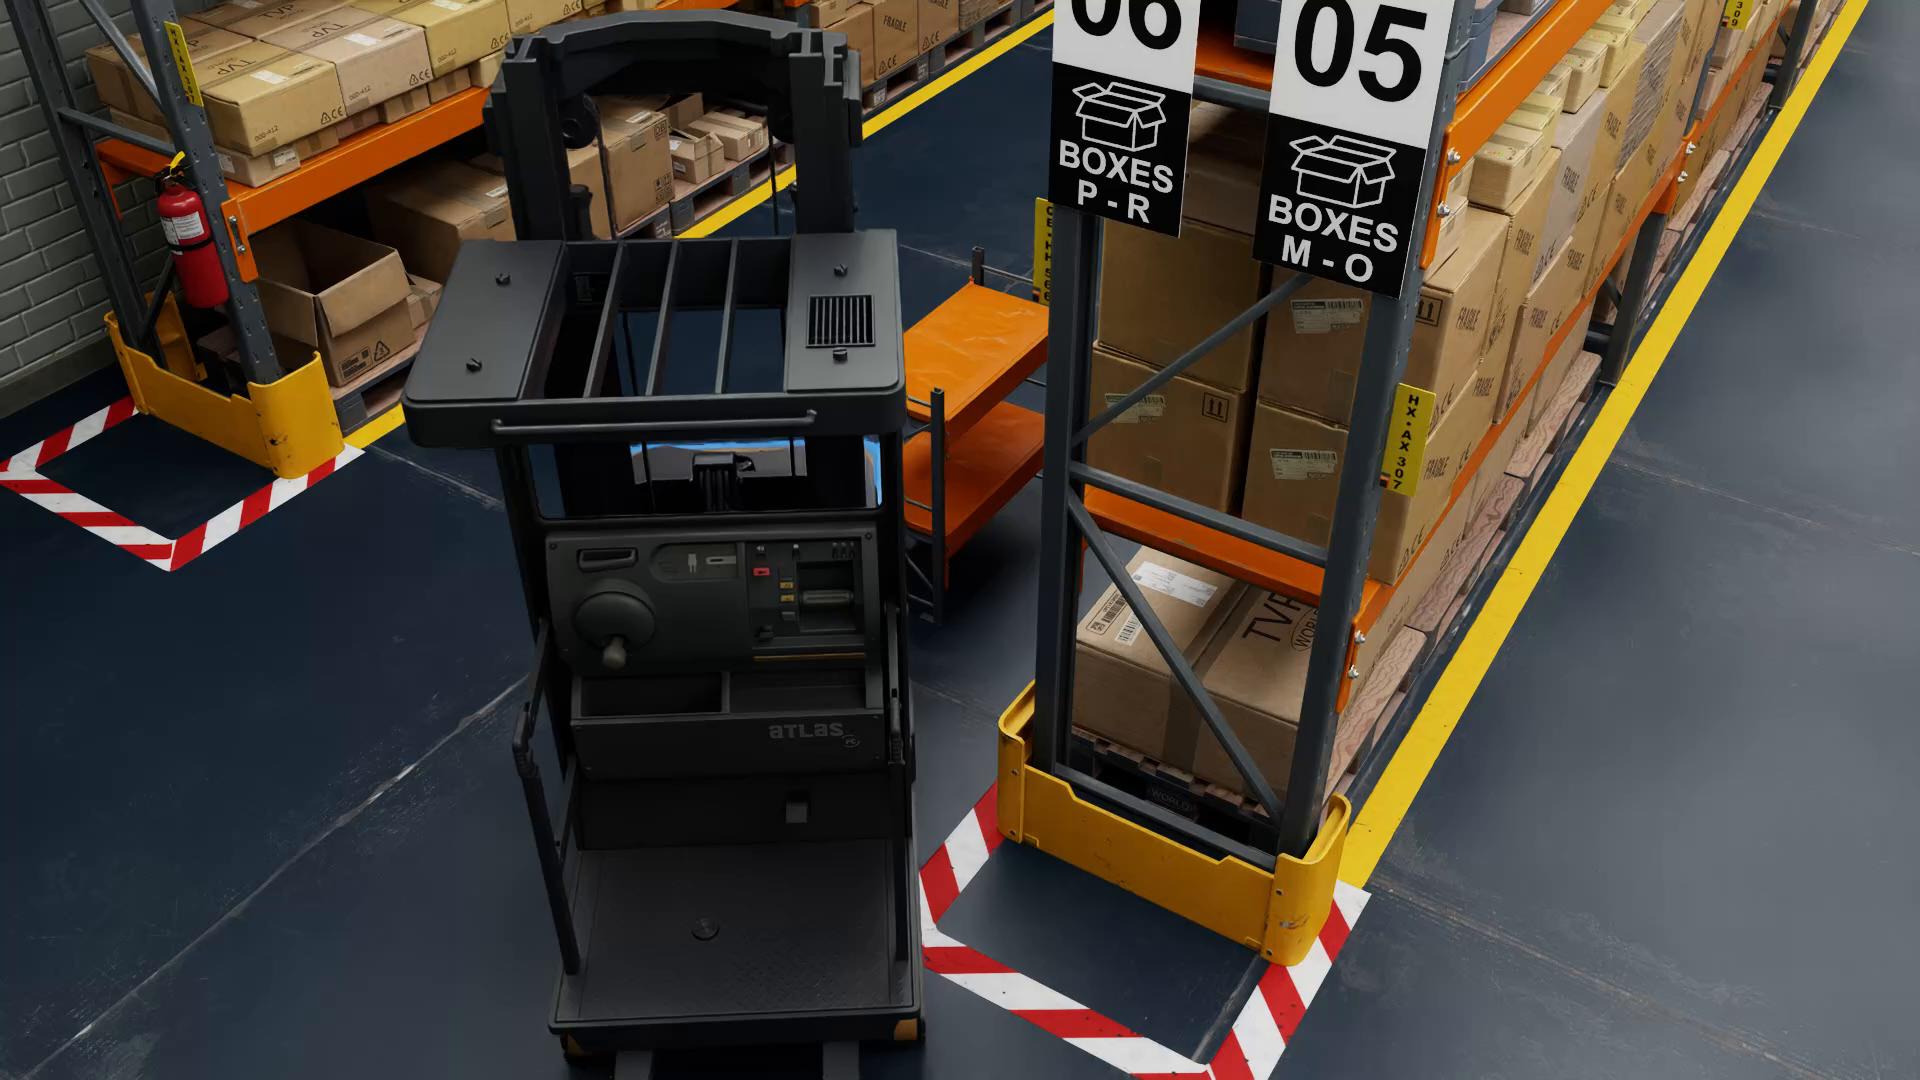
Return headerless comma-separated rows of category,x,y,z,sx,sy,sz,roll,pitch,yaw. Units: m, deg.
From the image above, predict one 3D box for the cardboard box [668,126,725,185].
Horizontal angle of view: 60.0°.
cardboard box,-1.588,-2.269,9.631,0.396,0.266,0.258,23,43,27

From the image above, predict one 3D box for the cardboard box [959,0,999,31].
cardboard box,-0.066,-3.904,11.560,0.500,0.500,0.500,20,42,24

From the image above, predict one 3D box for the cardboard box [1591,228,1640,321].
cardboard box,3.112,-1.801,8.526,0.875,0.875,0.875,23,43,26

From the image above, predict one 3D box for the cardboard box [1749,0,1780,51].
cardboard box,3.870,-2.738,8.468,0.500,0.250,0.500,21,42,25

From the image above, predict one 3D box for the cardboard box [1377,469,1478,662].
cardboard box,1.457,-0.068,6.636,0.875,0.438,0.875,22,43,26

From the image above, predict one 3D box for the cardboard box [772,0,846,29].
cardboard box,-0.929,-3.284,10.225,0.380,0.149,0.250,23,43,27

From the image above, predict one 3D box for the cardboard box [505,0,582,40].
cardboard box,-2.224,-2.688,8.159,0.500,0.250,0.500,20,42,24

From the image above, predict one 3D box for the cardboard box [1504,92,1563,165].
cardboard box,1.570,-1.250,4.983,0.380,0.149,0.250,20,42,24

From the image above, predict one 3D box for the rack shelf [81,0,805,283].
rack shelf,-2.417,-2.437,8.543,1.077,0.370,4.000,21,42,25

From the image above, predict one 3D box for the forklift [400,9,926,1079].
forklift,-0.683,0.231,4.550,1.130,2.935,3.031,-2,38,-2

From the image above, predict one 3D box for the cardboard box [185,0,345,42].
cardboard box,-3.189,-2.338,7.705,0.500,0.250,0.500,21,42,25

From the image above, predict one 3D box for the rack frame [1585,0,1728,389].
rack frame,2.847,-2.131,7.557,1.000,3.000,0.127,21,42,25

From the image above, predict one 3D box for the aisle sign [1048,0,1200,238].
aisle sign,0.404,-1.163,4.172,0.394,0.787,0.004,21,42,25

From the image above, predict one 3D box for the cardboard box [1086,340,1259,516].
cardboard box,0.739,-0.444,5.287,0.500,0.500,0.500,21,42,25

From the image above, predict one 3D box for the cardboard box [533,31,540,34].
cardboard box,-2.225,-2.461,8.191,0.380,0.149,0.250,22,43,26

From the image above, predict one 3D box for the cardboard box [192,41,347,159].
cardboard box,-3.018,-1.895,7.130,0.500,0.250,0.500,21,42,25

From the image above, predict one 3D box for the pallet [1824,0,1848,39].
pallet,6.065,-4.117,12.418,1.003,0.211,1.213,21,42,25

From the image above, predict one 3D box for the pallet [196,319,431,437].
pallet,-3.022,-1.036,8.422,1.003,0.211,1.213,21,42,25

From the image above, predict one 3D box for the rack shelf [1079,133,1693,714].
rack shelf,1.776,-0.815,6.439,1.077,0.370,4.000,21,42,25

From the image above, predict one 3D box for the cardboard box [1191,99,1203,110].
cardboard box,0.910,-1.311,5.062,0.380,0.149,0.250,21,42,25

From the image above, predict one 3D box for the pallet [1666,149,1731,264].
pallet,3.850,-2.080,9.776,1.003,0.211,1.213,21,42,25

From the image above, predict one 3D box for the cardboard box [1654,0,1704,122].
cardboard box,2.549,-1.974,6.453,0.500,0.500,0.500,21,42,24

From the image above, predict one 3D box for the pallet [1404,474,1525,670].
pallet,1.721,-0.028,7.114,1.003,0.211,1.213,21,42,25

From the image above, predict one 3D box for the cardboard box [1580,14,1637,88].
cardboard box,1.995,-1.639,5.488,0.380,0.149,0.250,20,42,24

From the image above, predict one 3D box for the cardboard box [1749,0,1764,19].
cardboard box,3.577,-2.682,7.986,0.500,0.250,0.500,22,43,26

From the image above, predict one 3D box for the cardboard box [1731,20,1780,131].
cardboard box,4.550,-3.189,10.326,0.875,0.875,0.875,21,42,25

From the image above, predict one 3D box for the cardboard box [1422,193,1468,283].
cardboard box,1.128,-0.854,4.468,0.380,0.149,0.250,22,43,26

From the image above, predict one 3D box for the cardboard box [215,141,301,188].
cardboard box,-3.081,-1.671,7.166,0.380,0.149,0.250,21,42,25

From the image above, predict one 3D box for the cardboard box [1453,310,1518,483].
cardboard box,1.451,-0.532,5.401,0.500,0.500,0.500,21,42,25

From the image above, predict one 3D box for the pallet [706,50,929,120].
pallet,-0.942,-3.080,11.072,1.003,0.211,1.213,21,42,25

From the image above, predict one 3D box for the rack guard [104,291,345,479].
rack guard,-3.448,-0.740,7.800,1.175,0.500,0.348,21,42,25

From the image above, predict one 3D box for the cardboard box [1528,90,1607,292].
cardboard box,1.742,-1.195,5.443,0.500,0.500,0.500,21,42,25

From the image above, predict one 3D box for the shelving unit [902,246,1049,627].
shelving unit,-0.004,-0.442,6.902,0.538,1.125,1.048,21,42,25

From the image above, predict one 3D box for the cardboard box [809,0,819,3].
cardboard box,-0.980,-3.421,10.160,0.380,0.149,0.250,20,42,24

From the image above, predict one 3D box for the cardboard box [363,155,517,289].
cardboard box,-2.590,-1.579,8.545,0.700,0.500,0.500,23,43,27

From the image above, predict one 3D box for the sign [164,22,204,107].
sign,-3.031,-1.856,6.491,0.100,0.325,0.005,21,42,25

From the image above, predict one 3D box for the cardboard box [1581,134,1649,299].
cardboard box,2.287,-1.317,6.419,0.500,0.500,0.500,21,42,24

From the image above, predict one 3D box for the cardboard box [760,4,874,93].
cardboard box,-0.897,-3.105,10.524,0.500,0.500,0.500,23,43,27

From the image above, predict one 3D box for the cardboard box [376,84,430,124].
cardboard box,-2.685,-2.074,7.689,0.380,0.149,0.250,23,43,26

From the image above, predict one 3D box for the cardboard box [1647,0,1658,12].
cardboard box,2.352,-2.057,6.030,0.380,0.149,0.250,21,42,25

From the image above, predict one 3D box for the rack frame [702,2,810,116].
rack frame,-1.346,-3.752,9.661,1.000,3.000,0.127,21,42,25

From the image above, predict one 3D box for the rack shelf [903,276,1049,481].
rack shelf,-0.004,-0.674,6.723,0.538,0.278,1.000,21,42,25

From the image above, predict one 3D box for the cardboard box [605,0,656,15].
cardboard box,-1.820,-2.856,8.703,0.380,0.149,0.250,21,42,24
